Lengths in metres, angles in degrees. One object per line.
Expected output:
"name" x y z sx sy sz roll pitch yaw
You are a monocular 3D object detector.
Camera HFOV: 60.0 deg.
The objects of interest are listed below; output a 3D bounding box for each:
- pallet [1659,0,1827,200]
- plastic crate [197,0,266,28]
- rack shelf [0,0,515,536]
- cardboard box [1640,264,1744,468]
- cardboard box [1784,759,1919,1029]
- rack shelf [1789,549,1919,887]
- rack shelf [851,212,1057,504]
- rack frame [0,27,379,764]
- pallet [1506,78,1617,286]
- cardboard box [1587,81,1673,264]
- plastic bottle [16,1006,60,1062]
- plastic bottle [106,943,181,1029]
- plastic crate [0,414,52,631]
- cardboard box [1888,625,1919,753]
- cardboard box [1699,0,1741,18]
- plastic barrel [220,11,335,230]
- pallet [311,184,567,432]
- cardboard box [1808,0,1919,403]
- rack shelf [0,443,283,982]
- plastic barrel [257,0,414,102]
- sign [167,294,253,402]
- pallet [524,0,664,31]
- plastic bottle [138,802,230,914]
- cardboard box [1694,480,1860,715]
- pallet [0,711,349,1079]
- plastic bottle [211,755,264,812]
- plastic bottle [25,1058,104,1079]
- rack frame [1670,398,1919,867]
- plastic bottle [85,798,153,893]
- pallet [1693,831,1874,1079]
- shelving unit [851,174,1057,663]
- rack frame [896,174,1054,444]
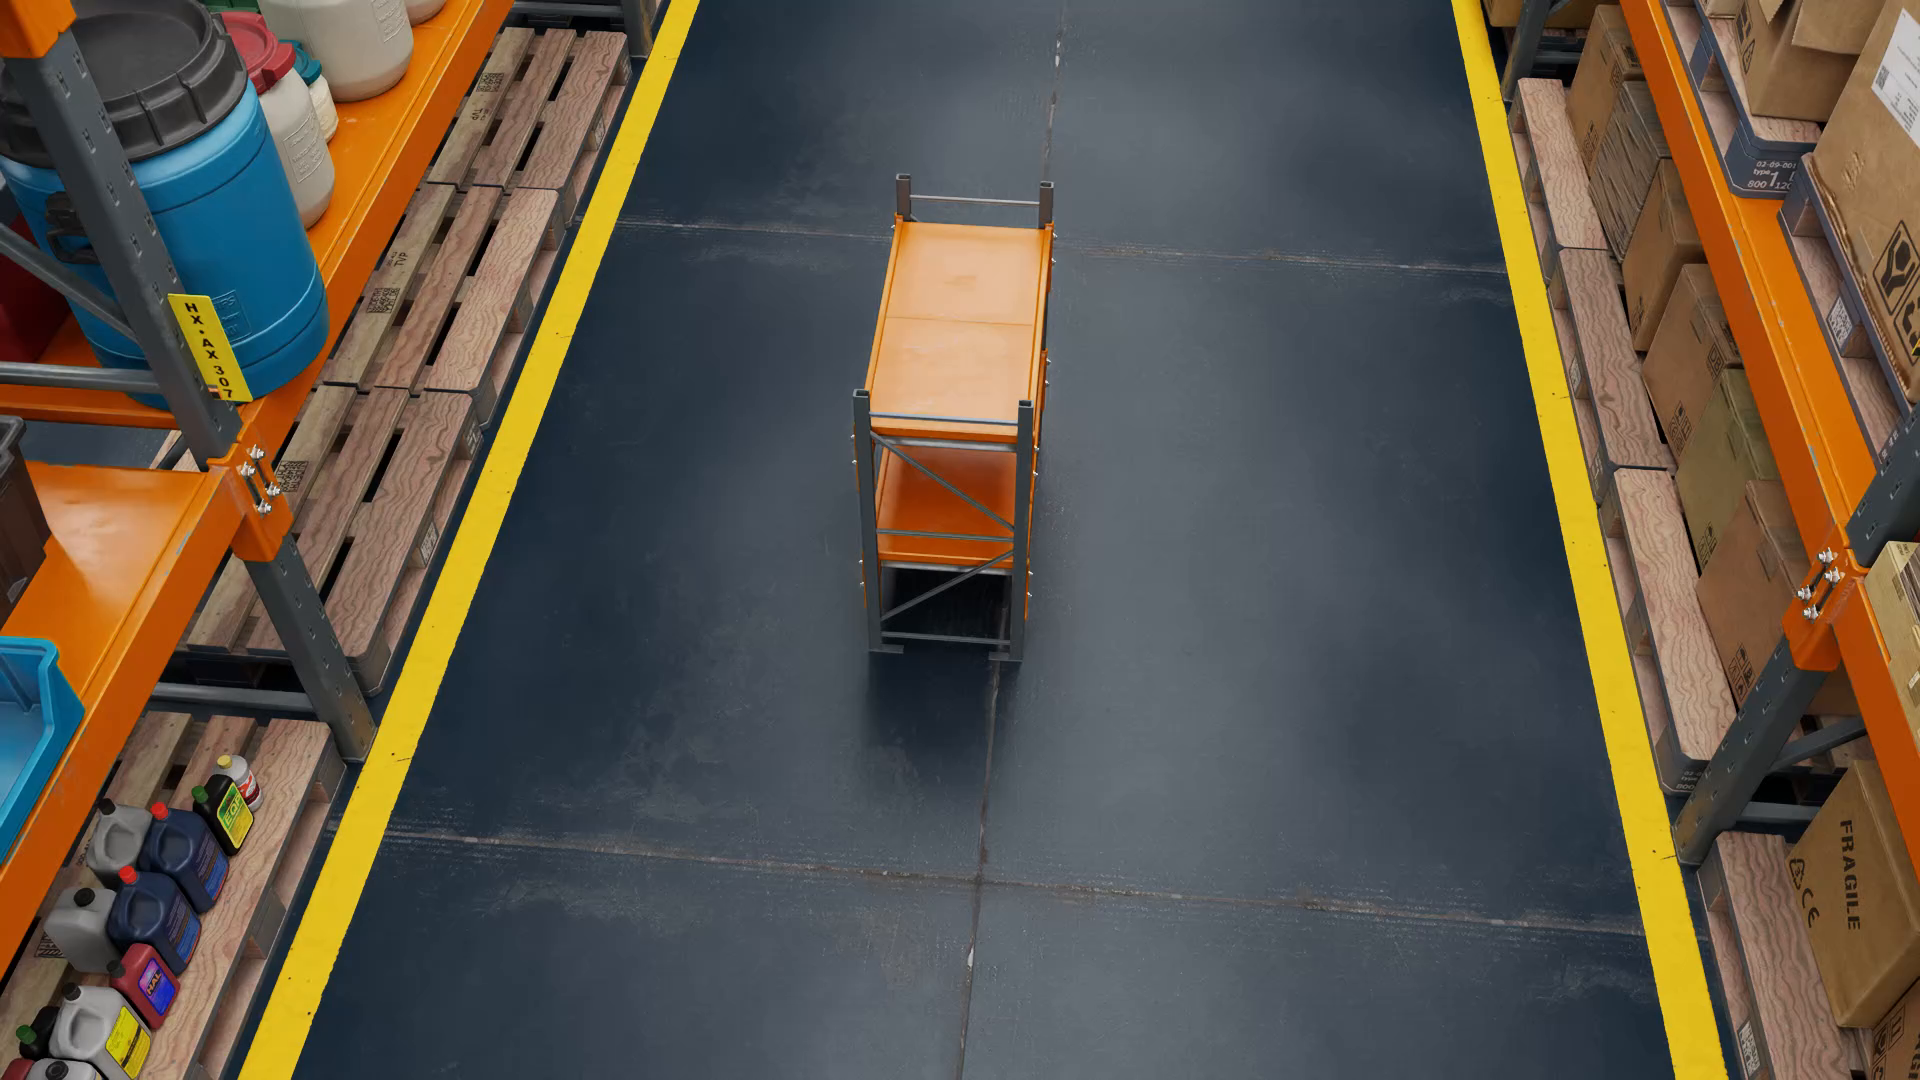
"pallet" 2.835 -1.488 5.208 1.003 0.211 1.213 4 48 4
"plastic crate" -2.445 -1.631 5.353 0.450 0.188 0.662 4 48 4
"rack shelf" -2.140 -1.631 5.696 1.077 0.370 4.000 4 48 4
"cardboard box" 2.800 -0.586 5.649 0.700 0.500 0.500 0 48 0
"cardboard box" 2.533 0.922 4.283 0.500 0.500 0.500 3 48 2
"rack shelf" 2.427 1.642 2.703 1.077 0.370 4.000 4 48 4
"rack shelf" 0.001 -0.582 5.123 0.538 0.278 1.000 4 48 4
"rack frame" -2.323 -0.404 4.087 1.000 3.000 0.127 4 48 4
"pallet" 2.902 -1.495 6.974 1.003 0.211 1.213 4 48 4
"cardboard box" 2.895 -1.413 6.405 0.700 0.500 0.500 0 48 0
"plastic bottle" -2.246 1.247 4.119 0.061 0.283 0.133 4 48 4
"plastic bottle" -2.085 1.121 4.235 0.061 0.283 0.133 7 48 6
"plastic crate" -2.497 -0.007 3.766 0.767 0.338 0.504 4 48 4
"cardboard box" 2.255 0.335 3.581 0.380 0.149 0.250 4 48 4
"cardboard box" 2.592 -1.885 5.258 0.500 0.250 0.500 3 48 2
"plastic barrel" -2.017 -1.138 4.666 0.433 0.535 0.433 0 48 0
"pallet" -2.181 -0.941 6.468 1.003 0.211 1.213 4 48 4
"cardboard box" 2.822 -0.989 3.931 1.000 1.000 1.000 4 48 4
"rack shelf" -2.505 1.309 3.008 1.077 0.370 4.000 4 48 4
"plastic barrel" -1.950 -1.677 5.159 0.433 0.535 0.433 0 48 0
"sign" -1.776 -0.452 3.943 0.100 0.325 0.005 4 48 4
"pallet" -1.928 -2.984 8.336 1.003 0.211 1.213 4 48 4
"plastic bottle" -2.094 0.834 4.451 0.144 0.351 0.185 3 48 2
"cardboard box" 2.687 0.175 4.953 0.700 0.500 0.500 1 48 1
"pallet" -2.425 1.028 4.667 1.003 0.211 1.213 4 48 4
"plastic bottle" -2.045 0.680 4.694 0.097 0.201 0.097 0 48 0
"plastic bottle" -2.160 1.357 4.024 0.152 0.276 0.135 5 48 4
"rack frame" 2.610 -0.071 3.782 1.000 3.000 0.127 4 48 4
"plastic bottle" -2.238 0.825 4.460 0.144 0.351 0.185 4 48 4
"pallet" 2.584 1.366 4.357 1.003 0.211 1.213 4 48 4
"shelving unit" 0.001 -0.385 5.339 0.538 1.125 1.048 4 48 4
"rack frame" 0.047 -0.758 5.681 0.500 1.125 0.032 4 48 4
